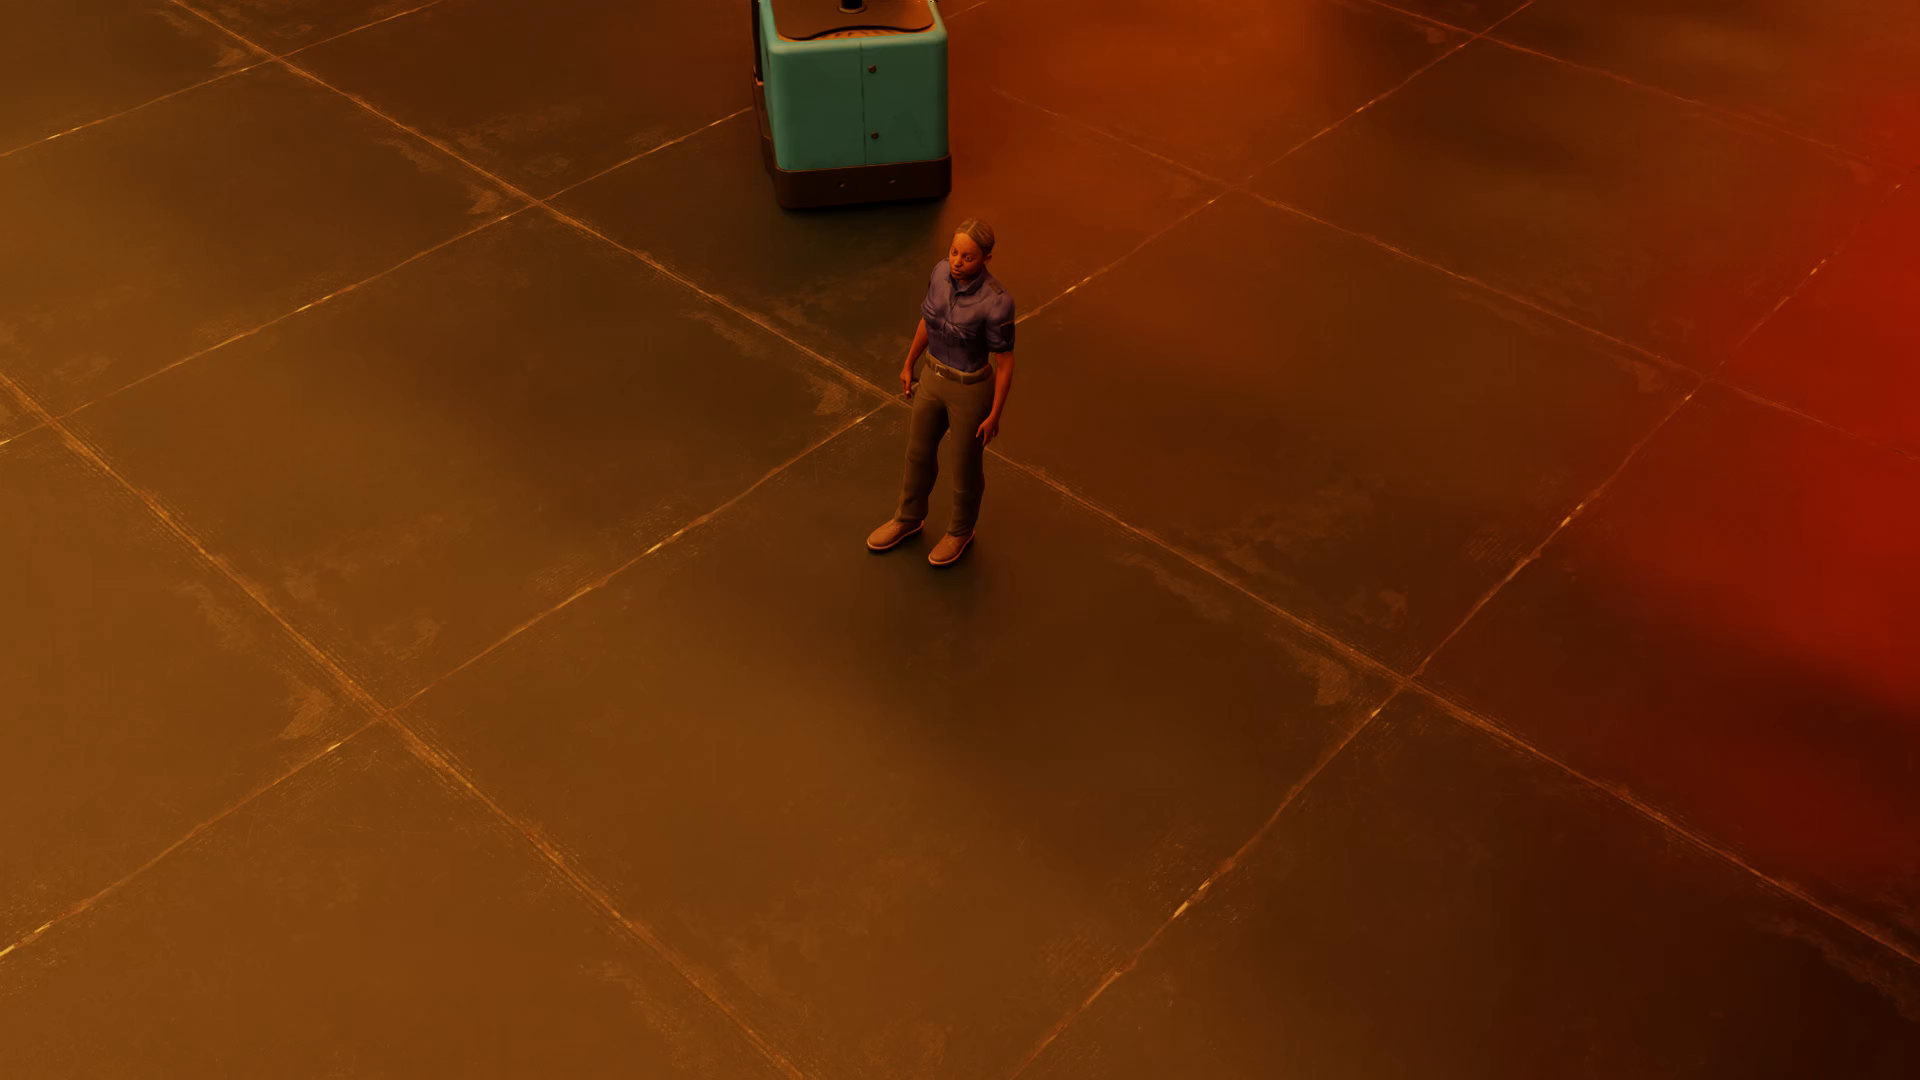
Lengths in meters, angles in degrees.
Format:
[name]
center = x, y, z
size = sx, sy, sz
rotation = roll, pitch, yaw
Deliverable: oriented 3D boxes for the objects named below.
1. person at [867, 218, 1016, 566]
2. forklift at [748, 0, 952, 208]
[person]
center = -0.074, -0.600, 7.097
size = 0.569, 1.656, 0.503
rotation = 31, 49, 31
[forklift]
center = -0.808, -4.042, 10.140
size = 1.130, 2.935, 3.031
rotation = -6, 41, -7
